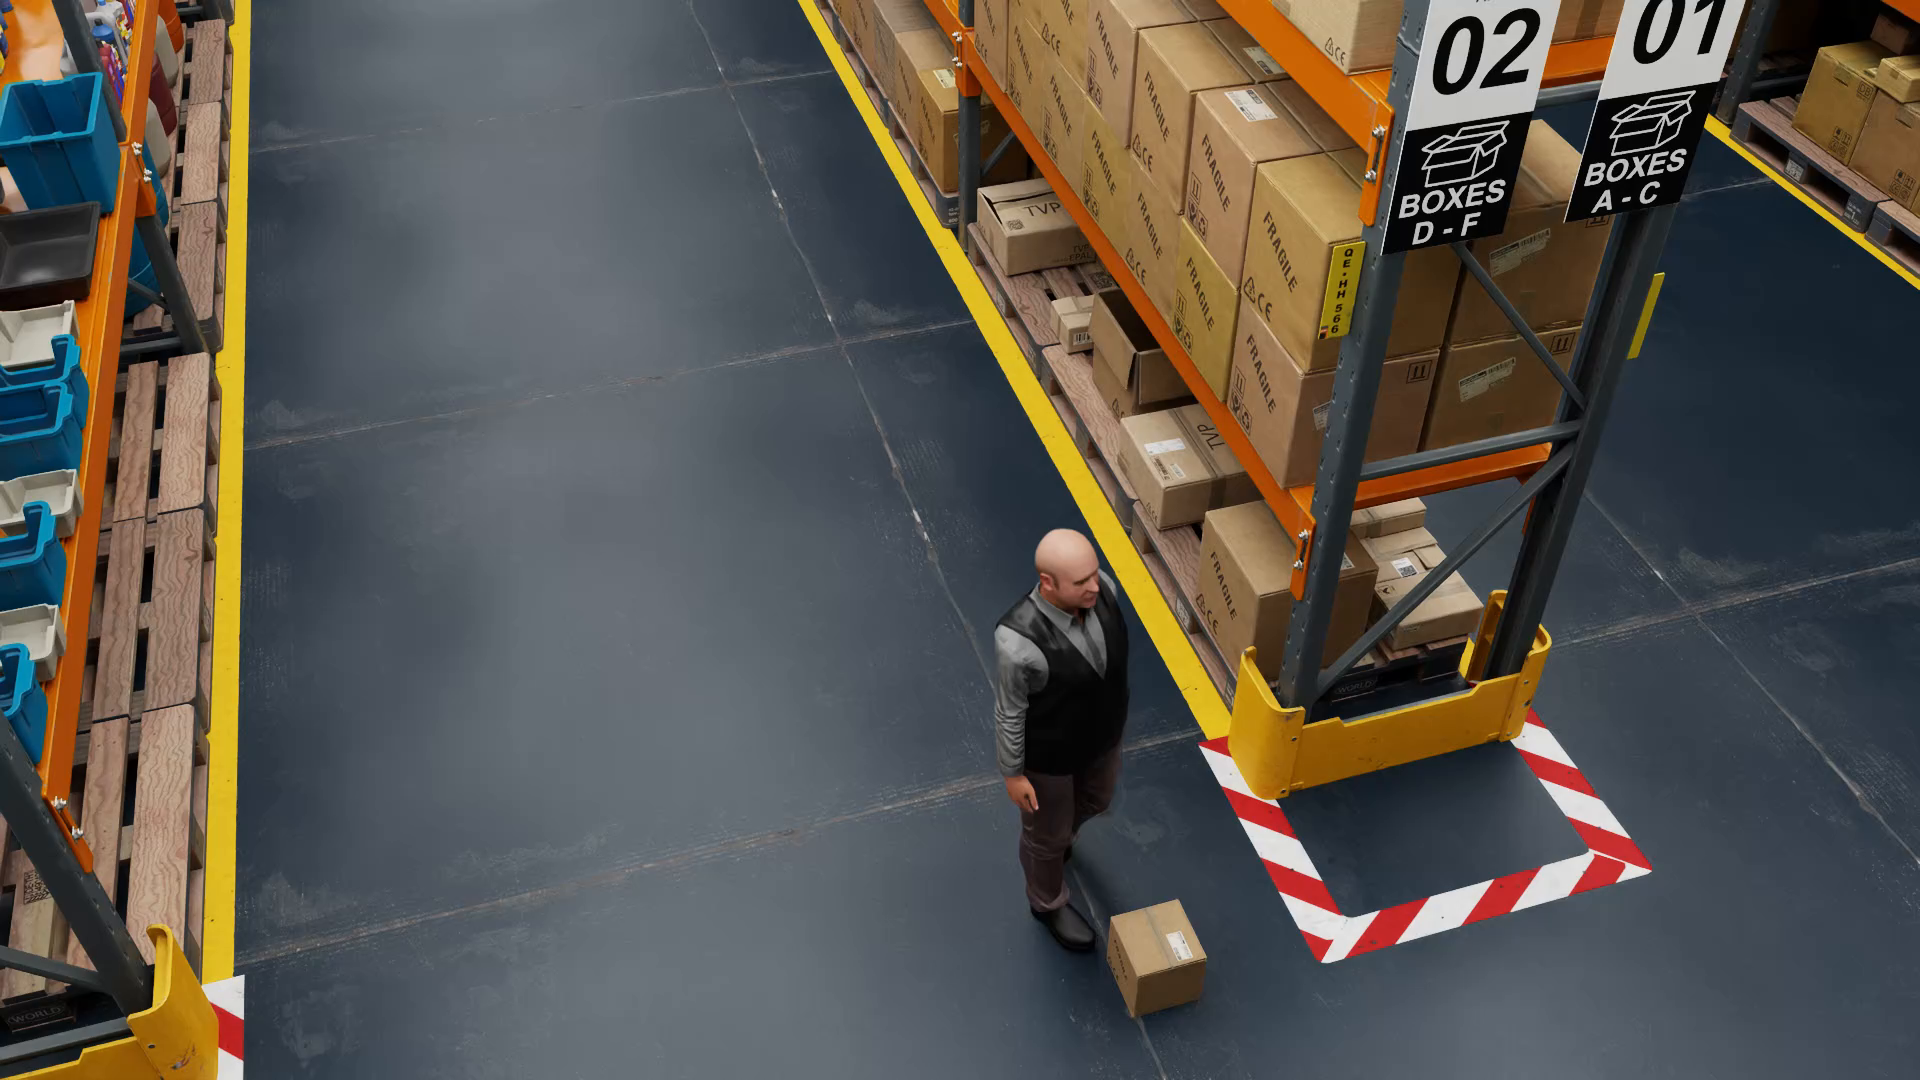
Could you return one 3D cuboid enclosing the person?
[{"bbox_3d":[0.340,0.681,5.471,0.562,1.792,0.516,-33,51,-31],"label":"person"}]
